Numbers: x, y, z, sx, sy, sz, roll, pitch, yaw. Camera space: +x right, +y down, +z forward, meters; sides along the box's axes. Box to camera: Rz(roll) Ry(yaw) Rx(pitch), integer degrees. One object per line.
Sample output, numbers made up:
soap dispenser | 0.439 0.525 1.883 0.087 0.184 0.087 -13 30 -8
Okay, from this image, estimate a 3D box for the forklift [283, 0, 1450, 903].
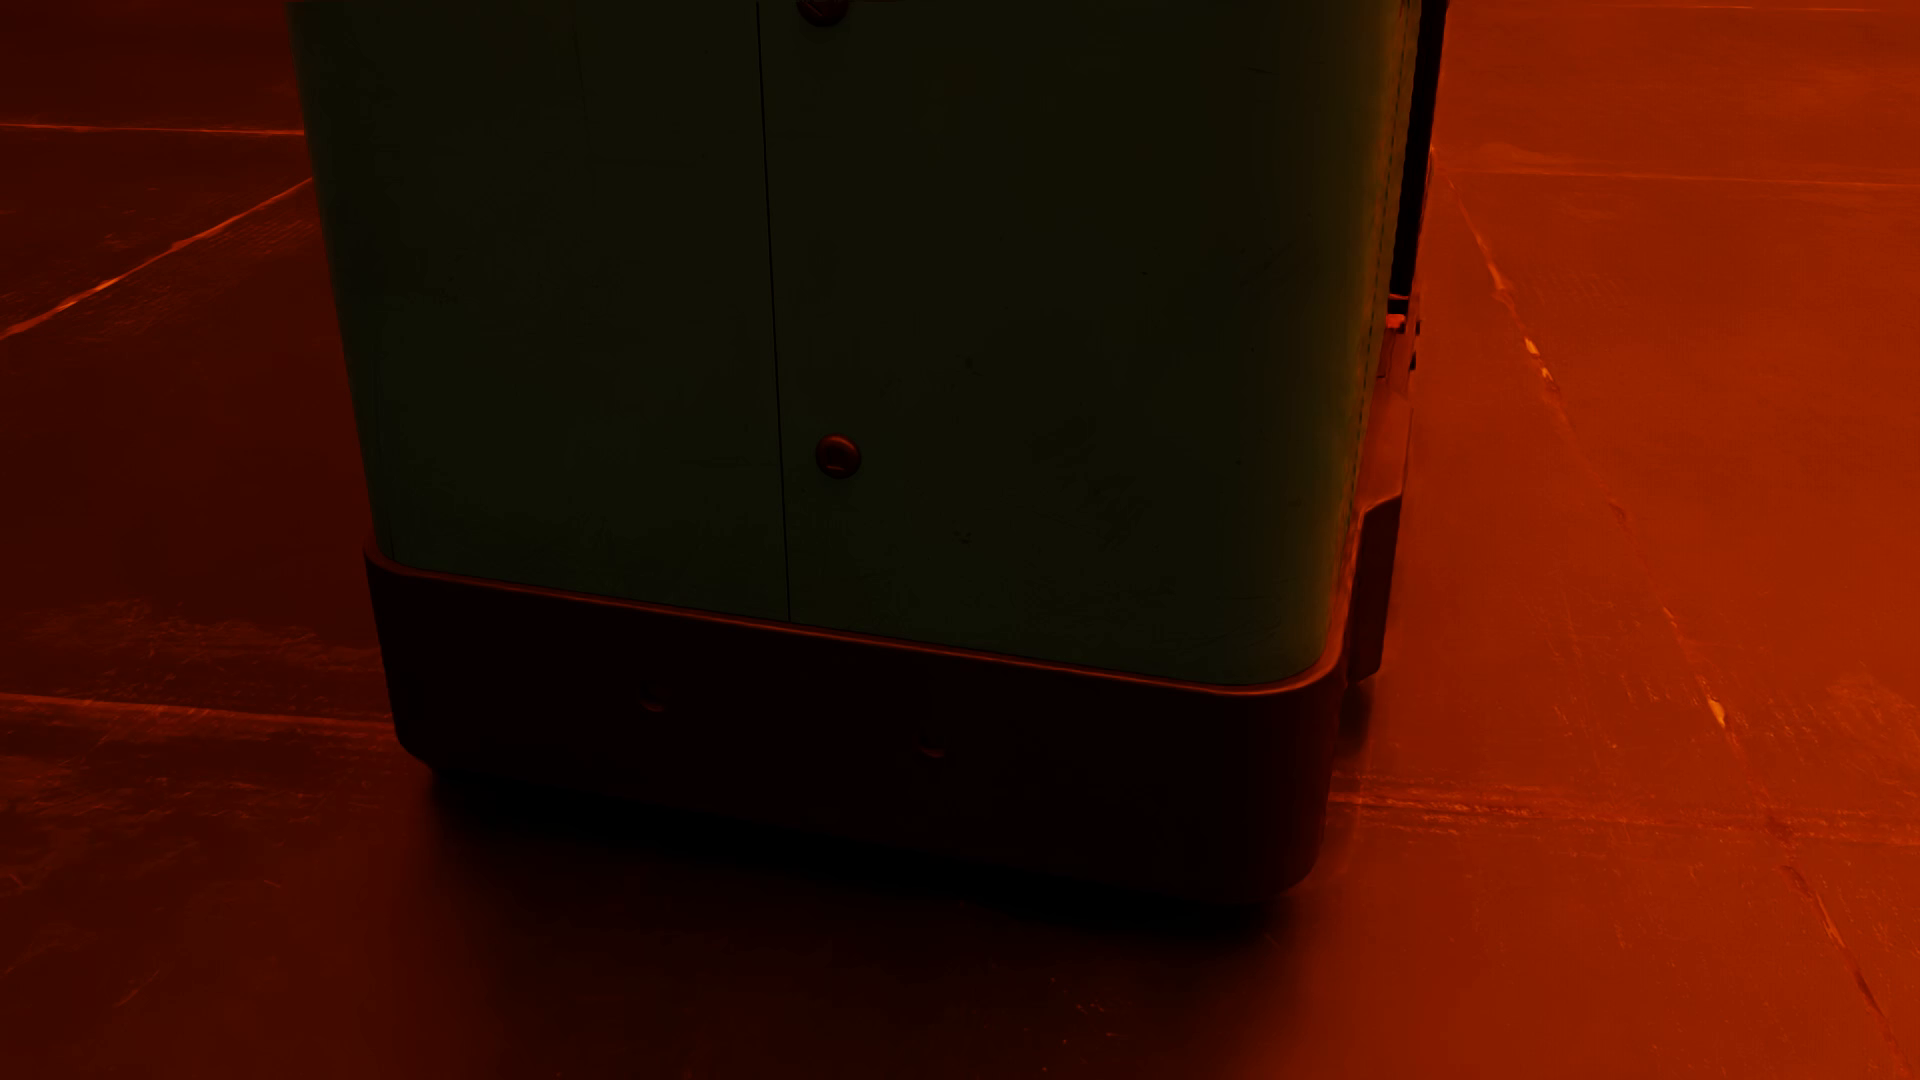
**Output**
forklift | 0.250 -1.594 2.413 1.130 2.935 3.031 7 27 14
